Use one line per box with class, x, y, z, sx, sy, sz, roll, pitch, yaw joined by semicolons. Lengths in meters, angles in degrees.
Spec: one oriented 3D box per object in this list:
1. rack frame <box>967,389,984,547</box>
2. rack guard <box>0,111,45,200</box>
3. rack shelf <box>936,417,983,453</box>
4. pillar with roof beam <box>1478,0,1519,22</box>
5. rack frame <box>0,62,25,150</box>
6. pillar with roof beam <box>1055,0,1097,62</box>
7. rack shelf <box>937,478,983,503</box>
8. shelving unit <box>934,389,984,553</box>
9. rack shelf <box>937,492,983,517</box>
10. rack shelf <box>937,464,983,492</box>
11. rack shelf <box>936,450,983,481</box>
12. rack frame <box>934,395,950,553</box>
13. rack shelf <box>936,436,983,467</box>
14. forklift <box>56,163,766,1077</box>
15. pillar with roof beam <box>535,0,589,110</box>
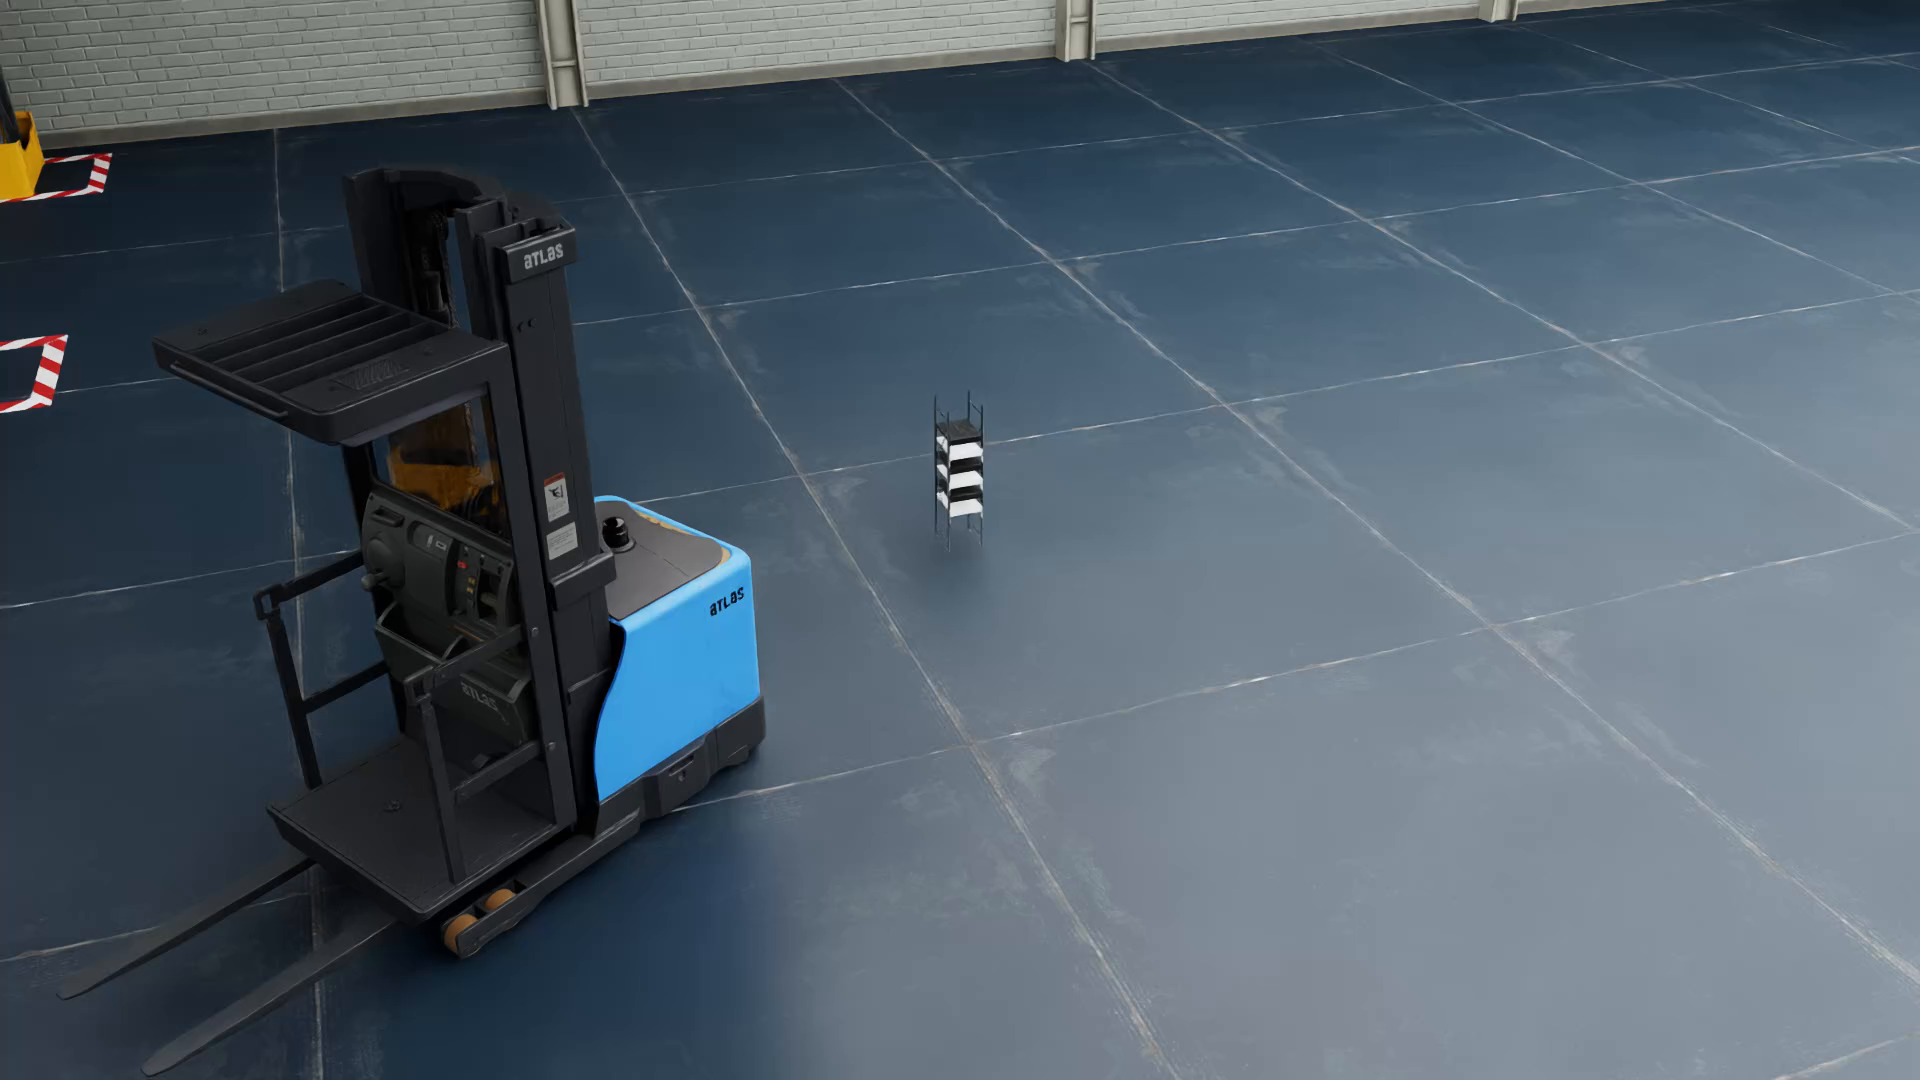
rack frame;0.088;-0.407;9.556;0.006;0.900;0.240;-10;31;-18
rack guard;-8.887;-3.615;15.590;0.348;0.500;1.175;-10;31;-18
rack shelf;-0.008;-0.595;9.408;0.200;0.077;0.258;-10;31;-18
pillar with roof beam;8.495;-8.711;15.949;0.400;9.000;9.100;-10;31;-18
rack frame;-8.909;-4.697;14.964;0.127;3.000;1.000;-10;31;-18
pillar with roof beam;2.872;-7.675;14.131;0.400;9.000;9.100;-10;31;-18
rack shelf;-0.008;-0.282;9.586;0.200;0.077;0.258;-10;31;-18
shelving unit;-0.008;-0.390;9.525;0.210;0.900;0.258;-10;31;-18
rack shelf;-0.008;-0.204;9.630;0.200;0.077;0.258;-10;31;-18
rack shelf;-0.008;-0.361;9.541;0.200;0.077;0.258;-10;31;-18
rack shelf;-0.008;-0.439;9.497;0.200;0.077;0.258;-10;31;-18
rack frame;-0.103;-0.372;9.494;0.006;0.900;0.240;-10;31;-18
rack shelf;-0.008;-0.517;9.452;0.200;0.077;0.258;-10;31;-18
forklift;-2.231;0.144;6.536;1.130;2.935;3.031;21;36;32
pillar with roof beam;-2.752;-6.640;12.314;0.400;9.000;9.100;-10;31;-18
